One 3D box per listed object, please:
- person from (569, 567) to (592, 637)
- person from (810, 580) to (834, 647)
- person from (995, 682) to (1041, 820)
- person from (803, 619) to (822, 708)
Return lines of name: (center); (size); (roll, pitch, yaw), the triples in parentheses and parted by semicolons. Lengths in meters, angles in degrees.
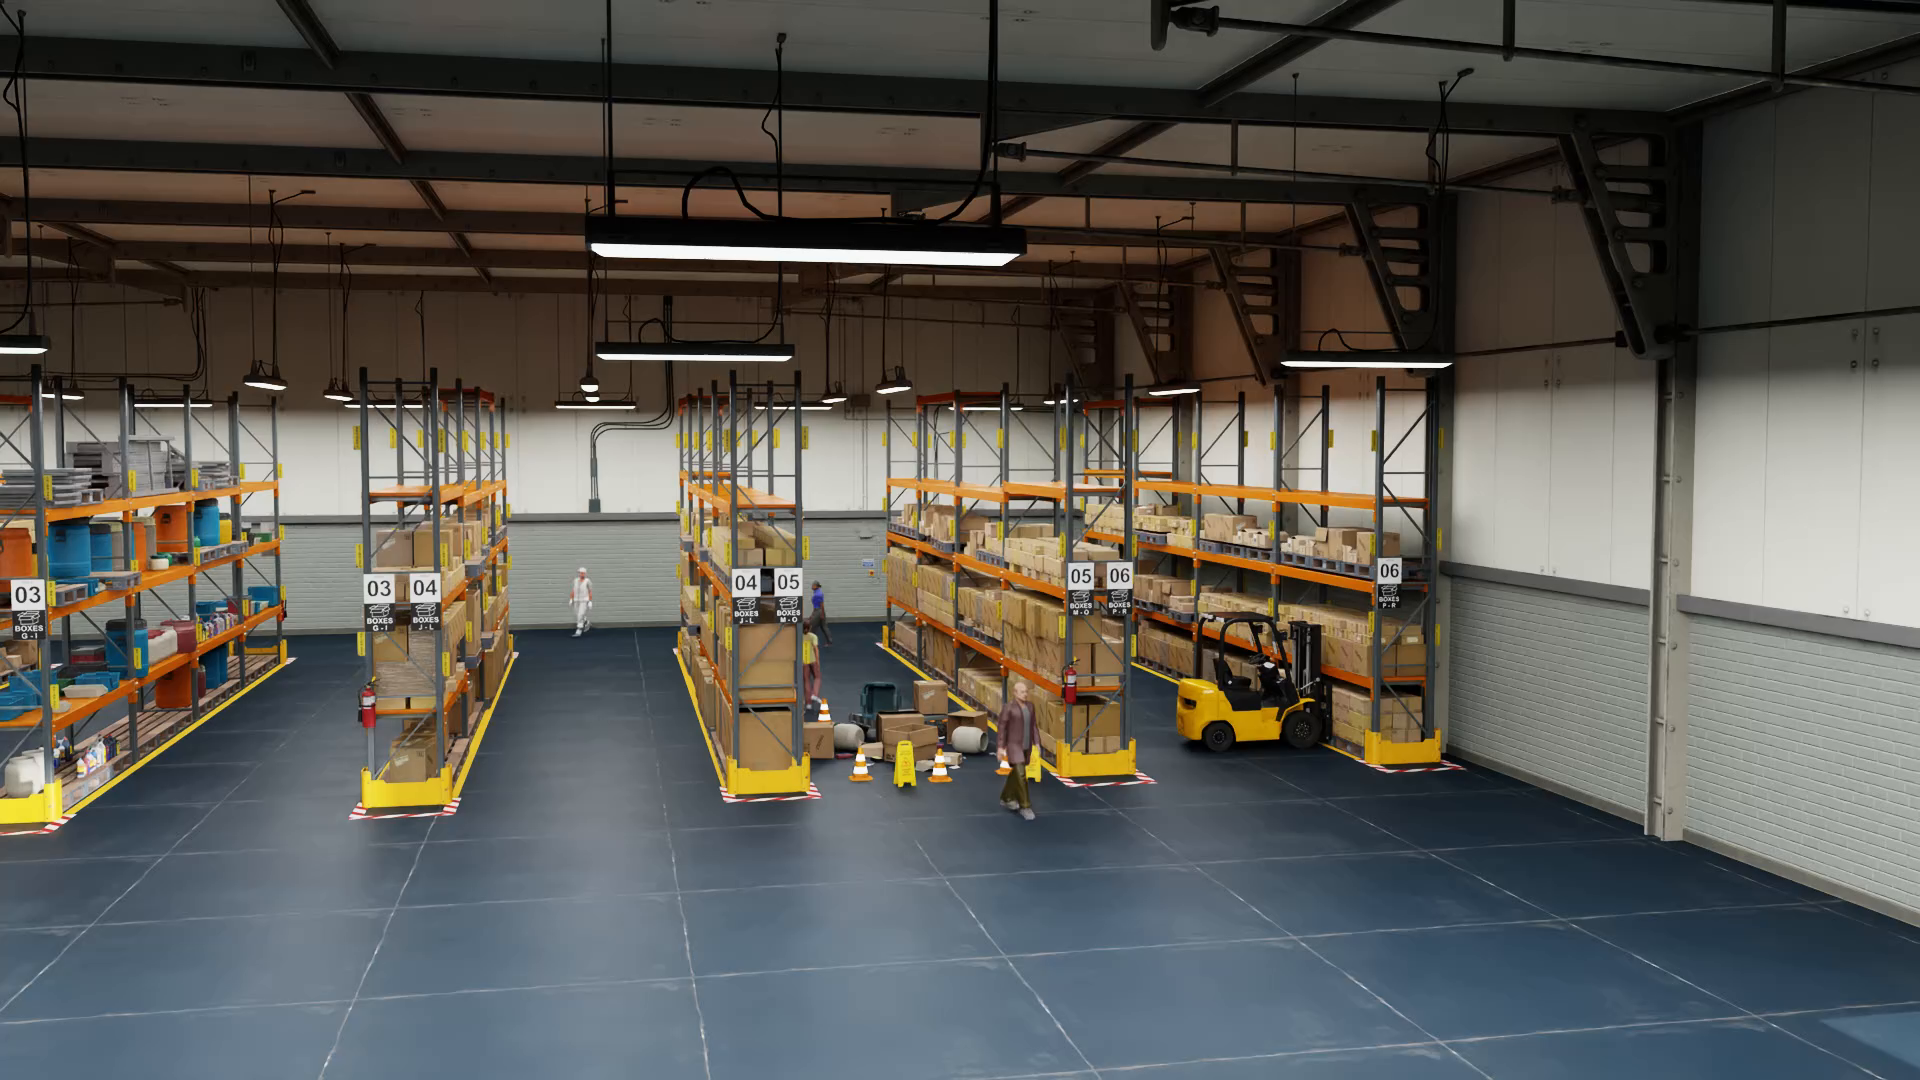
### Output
person: (-9.691, 1.580, 42.633); (0.557, 1.772, 0.894); (1, 4, 23)
person: (-3.458, 1.790, 40.168); (0.817, 1.612, 0.505); (0, 3, -5)
person: (0.824, 2.782, 22.265); (0.621, 1.749, 0.927); (-3, 5, -44)
person: (-2.824, 2.312, 31.111); (0.514, 1.662, 0.471); (0, 3, -2)
